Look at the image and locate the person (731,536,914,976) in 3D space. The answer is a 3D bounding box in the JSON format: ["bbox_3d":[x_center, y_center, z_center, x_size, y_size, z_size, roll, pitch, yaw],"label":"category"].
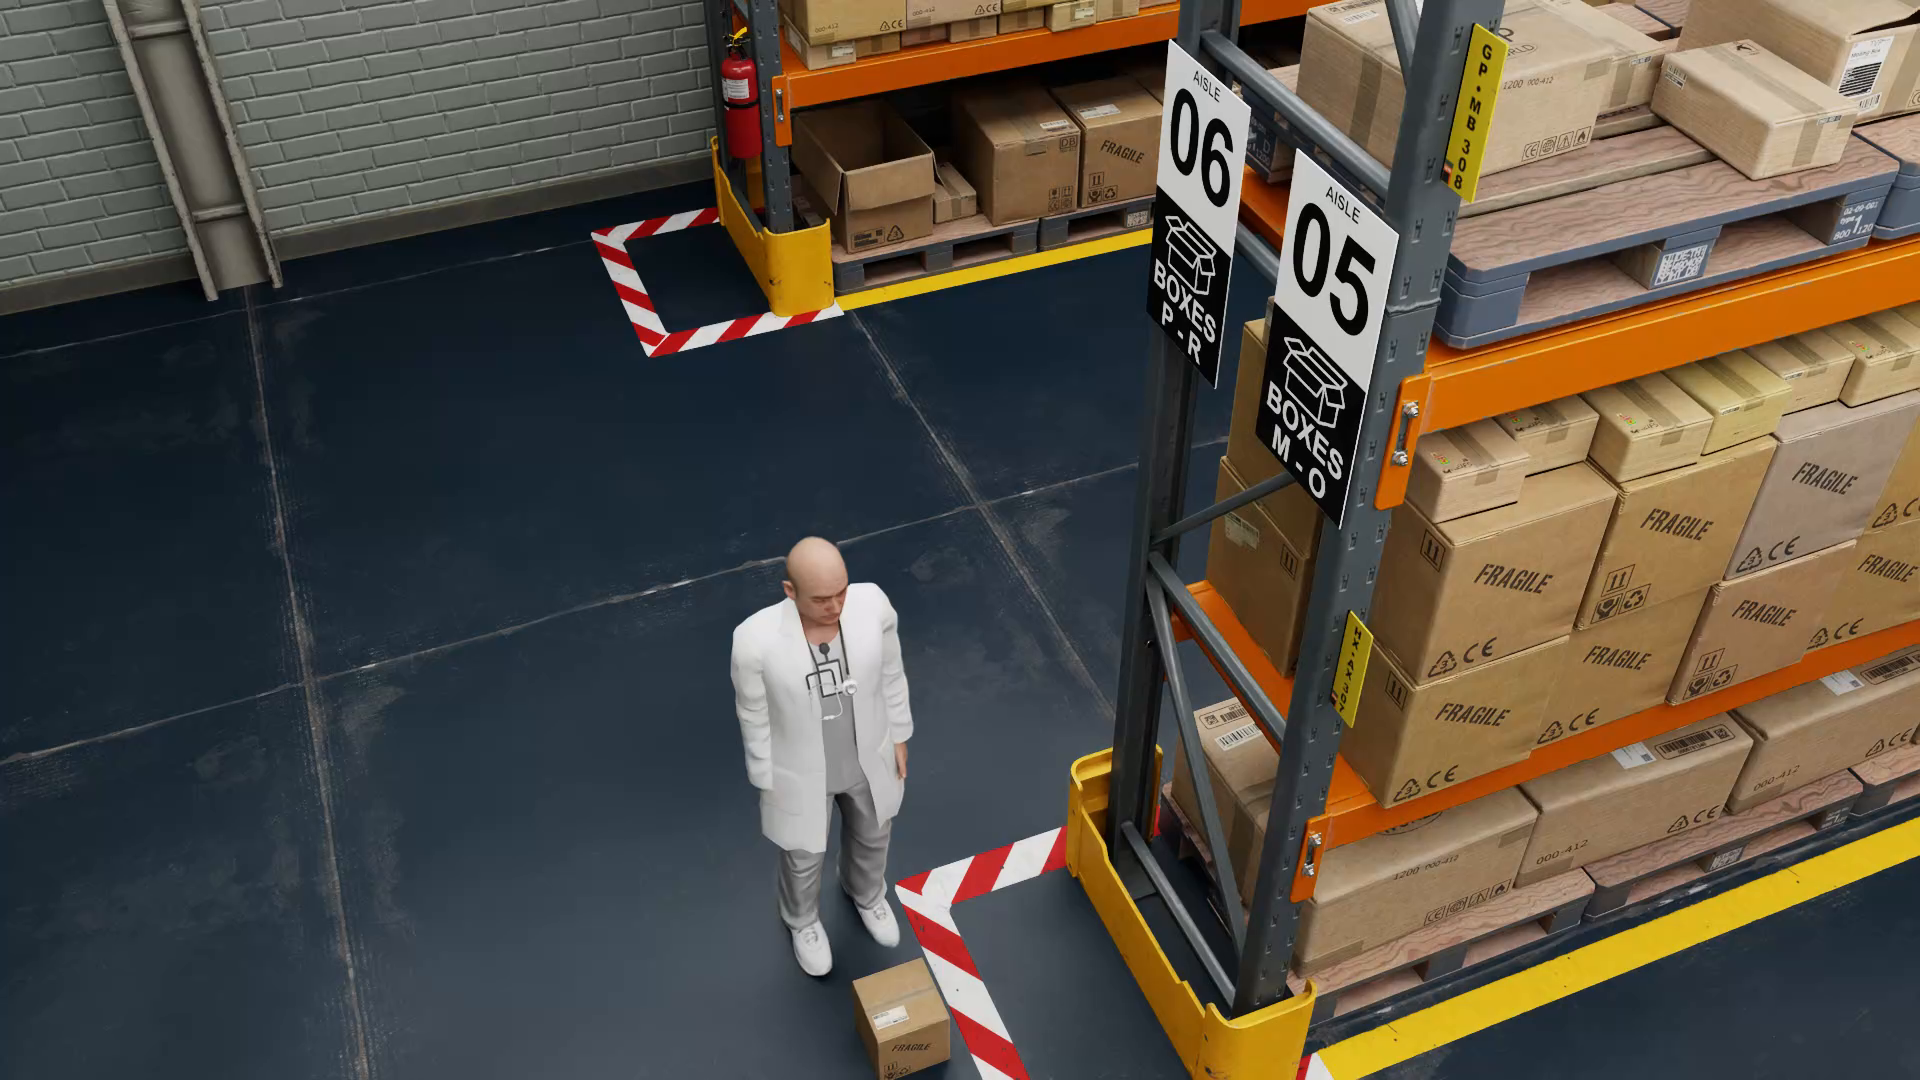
[{"bbox_3d":[-0.412,0.711,5.380,0.562,1.799,0.394,-17,44,-18],"label":"person"}]
